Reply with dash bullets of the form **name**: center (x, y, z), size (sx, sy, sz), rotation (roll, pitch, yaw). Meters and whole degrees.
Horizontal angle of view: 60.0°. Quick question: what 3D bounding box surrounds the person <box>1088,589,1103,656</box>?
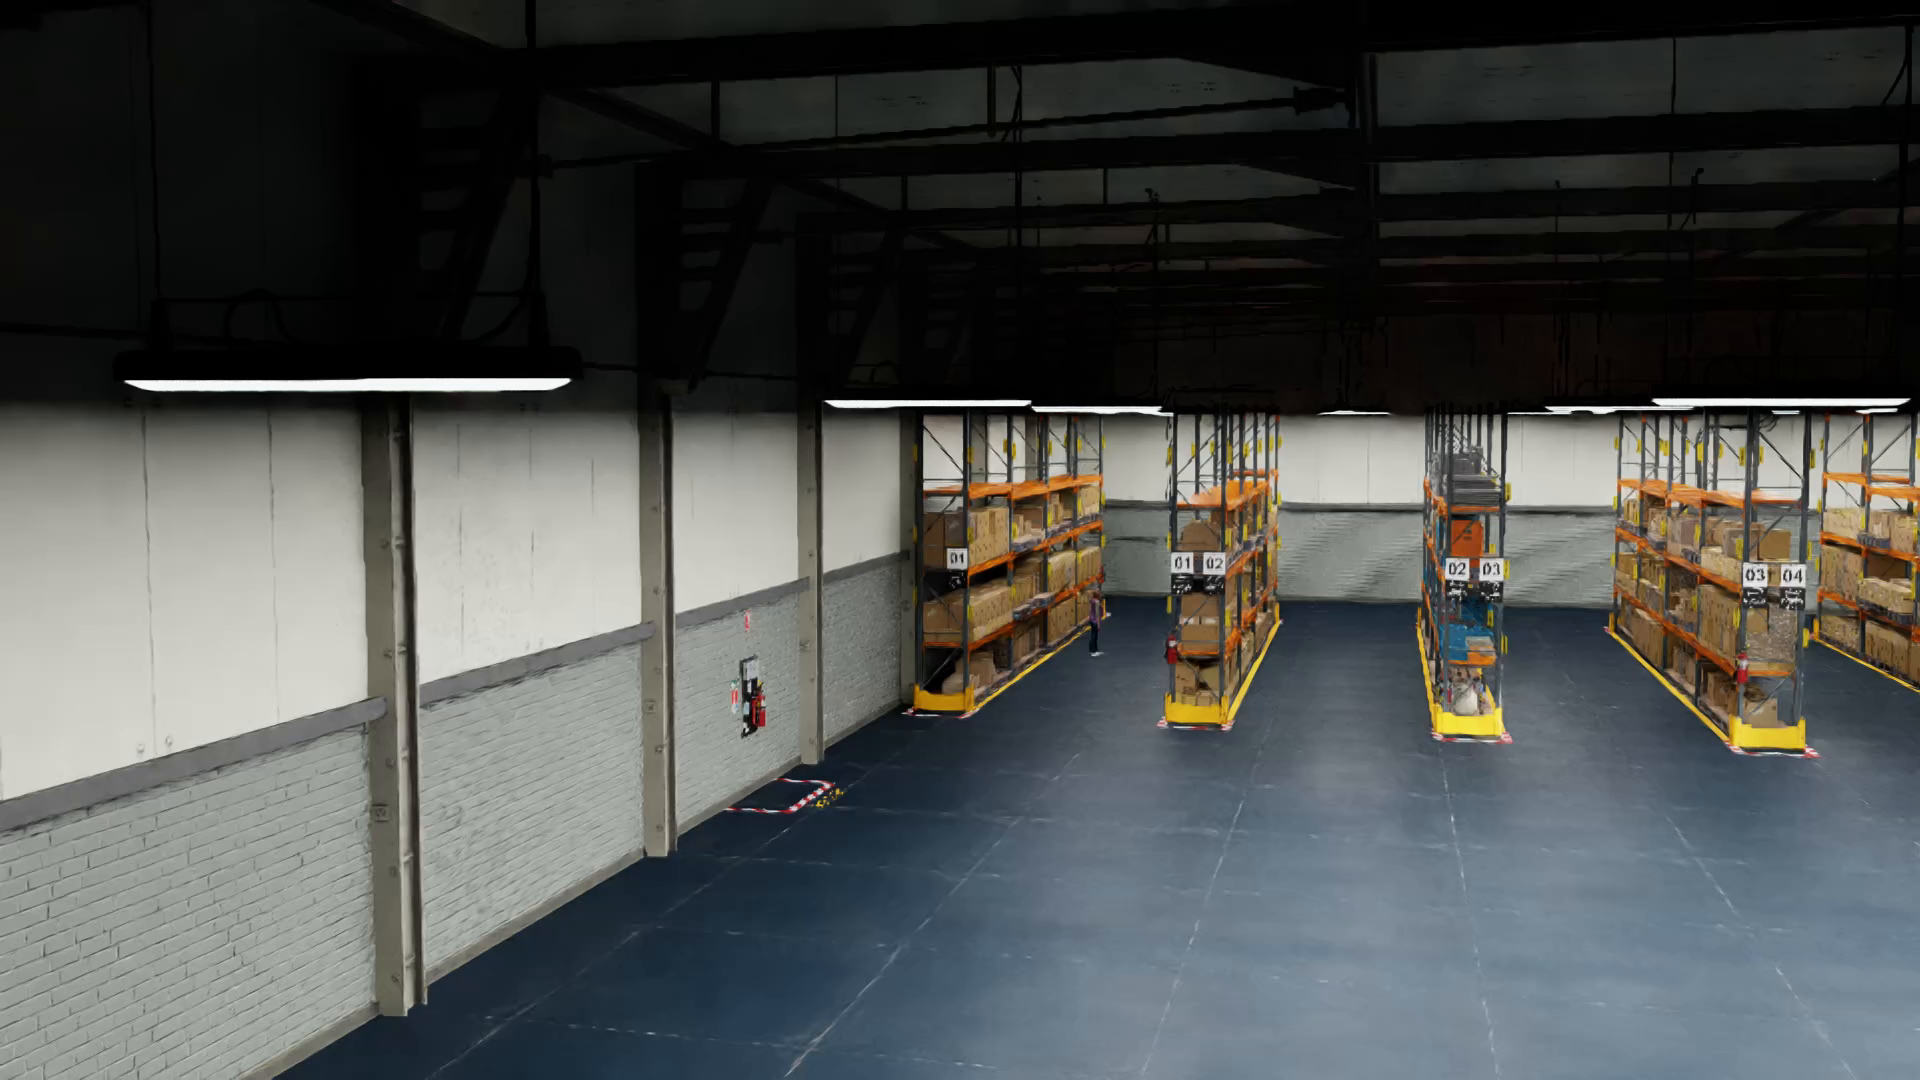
- **person**: center (3.282, 1.967, 39.849), size (0.420, 1.602, 0.492), rotation (-1, 4, -10)
